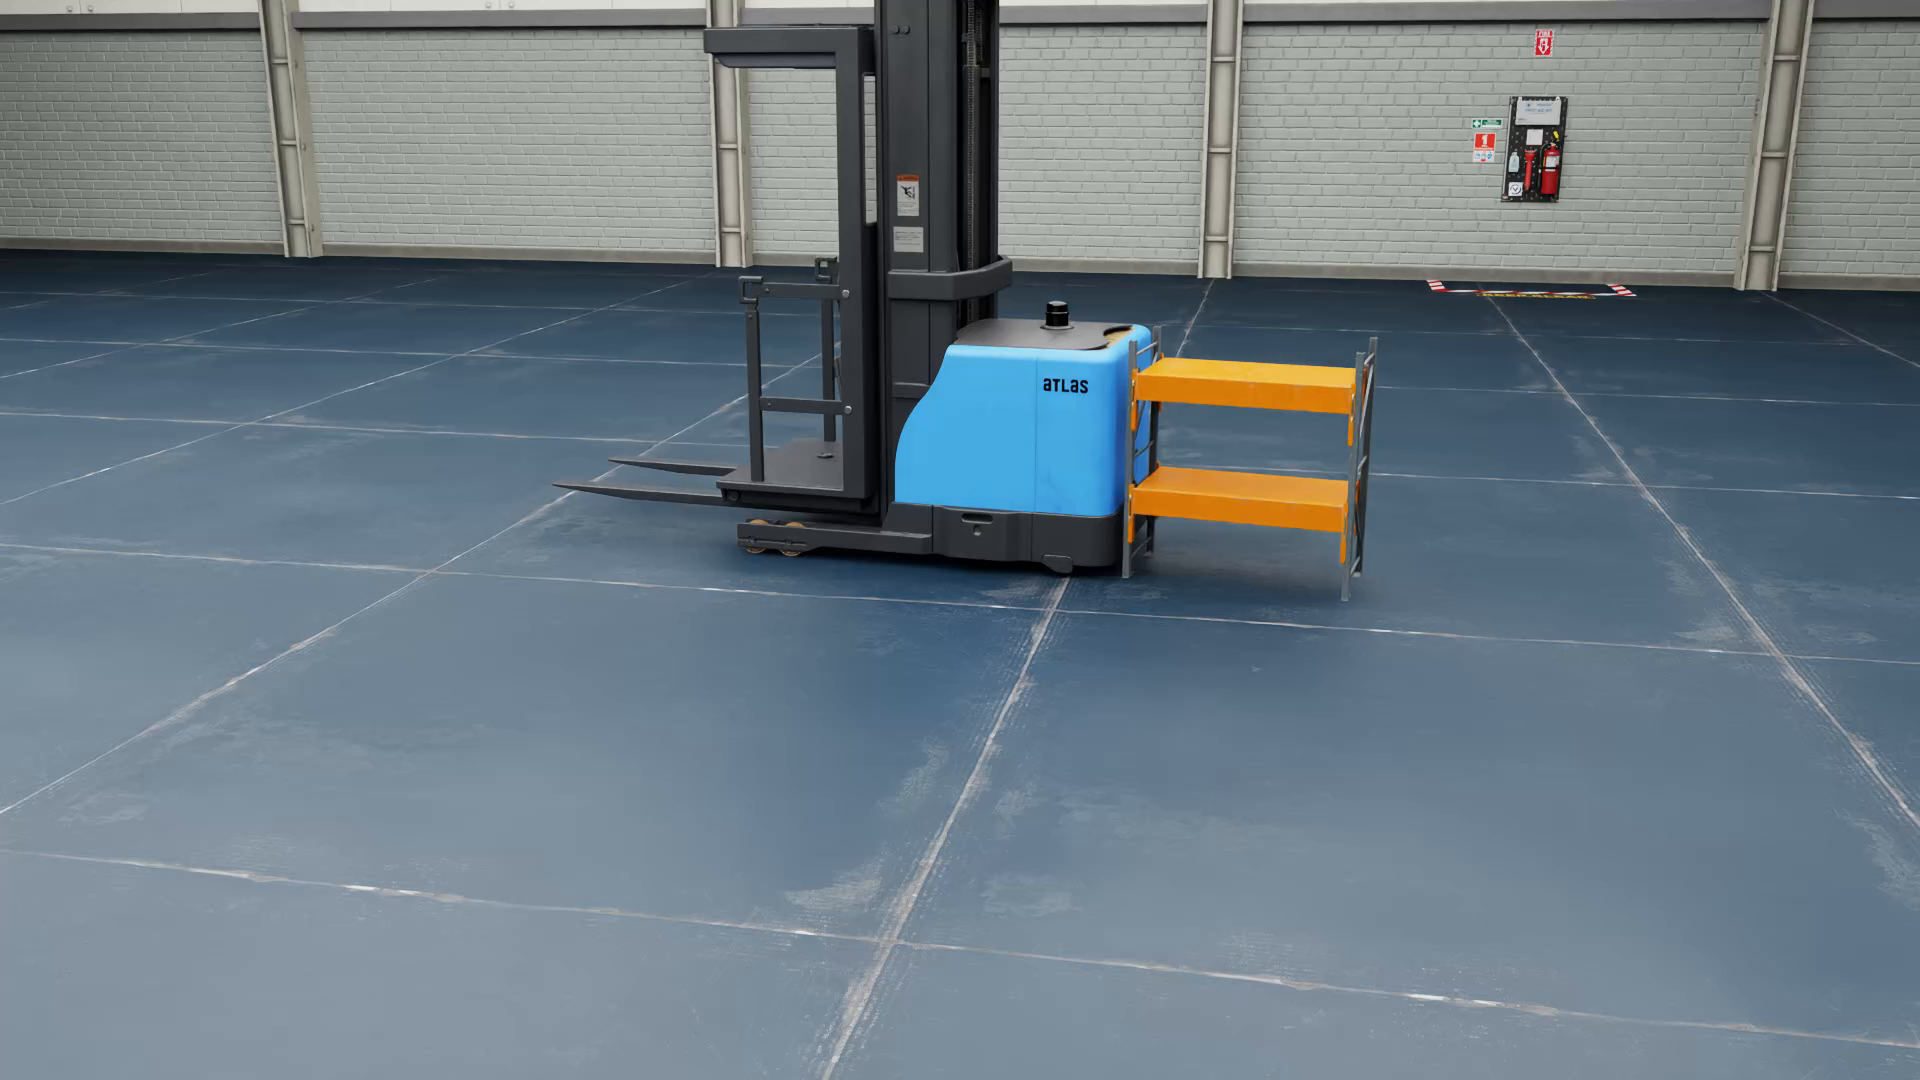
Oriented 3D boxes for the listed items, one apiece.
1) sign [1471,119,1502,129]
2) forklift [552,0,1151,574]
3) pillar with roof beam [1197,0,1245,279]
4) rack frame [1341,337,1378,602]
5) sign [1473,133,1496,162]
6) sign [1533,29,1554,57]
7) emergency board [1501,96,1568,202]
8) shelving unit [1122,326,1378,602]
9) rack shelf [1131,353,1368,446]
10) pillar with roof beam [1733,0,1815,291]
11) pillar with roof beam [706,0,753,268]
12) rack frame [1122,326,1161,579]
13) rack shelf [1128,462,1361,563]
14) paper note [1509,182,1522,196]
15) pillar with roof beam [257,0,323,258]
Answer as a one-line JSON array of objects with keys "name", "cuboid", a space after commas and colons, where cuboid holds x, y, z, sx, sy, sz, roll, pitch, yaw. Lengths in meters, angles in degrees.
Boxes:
[{"name": "sign", "cuboid": [5.988, -4.732, 18.897, 0.331, 0.109, 0.001, 3, 16, 11]}, {"name": "forklift", "cuboid": [-0.599, -1.461, 8.274, 3.031, 2.935, 1.130, 5, 16, 16]}, {"name": "pillar with roof beam", "cuboid": [2.183, -6.349, 14.554, 0.400, 9.000, 9.100, 3, 16, 11]}, {"name": "rack frame", "cuboid": [1.818, -0.328, 7.568, 0.032, 1.125, 0.500, 6, 16, 20]}, {"name": "sign", "cuboid": [5.985, -4.479, 18.977, 0.234, 0.329, 0.001, 3, 16, 11]}, {"name": "sign", "cuboid": [6.518, -5.549, 18.565, 0.199, 0.298, 0.001, 3, 16, 11]}, {"name": "emergency board", "cuboid": [6.506, -4.406, 18.778, 0.643, 1.169, 0.194, 3, 16, 11]}, {"name": "shelving unit", "cuboid": [1.342, -0.375, 7.739, 1.048, 1.125, 0.538, 6, 16, 20]}, {"name": "rack shelf", "cuboid": [1.342, -0.657, 7.661, 1.000, 0.278, 0.538, 6, 16, 20]}, {"name": "pillar with roof beam", "cuboid": [8.063, -6.029, 13.401, 0.400, 9.000, 9.100, 3, 16, 11]}, {"name": "pillar with roof beam", "cuboid": [-3.697, -6.668, 15.706, 0.400, 9.000, 9.100, 3, 16, 11]}, {"name": "rack frame", "cuboid": [0.866, -0.423, 7.911, 0.032, 1.125, 0.500, 6, 16, 20]}, {"name": "rack shelf", "cuboid": [1.342, -0.140, 7.805, 1.000, 0.278, 0.538, 6, 16, 20]}, {"name": "paper note", "cuboid": [6.347, -4.009, 18.995, 0.142, 0.148, 0.016, 3, 16, 11]}, {"name": "pillar with roof beam", "cuboid": [-9.576, -6.987, 16.858, 0.400, 9.000, 9.100, 3, 16, 11]}]
